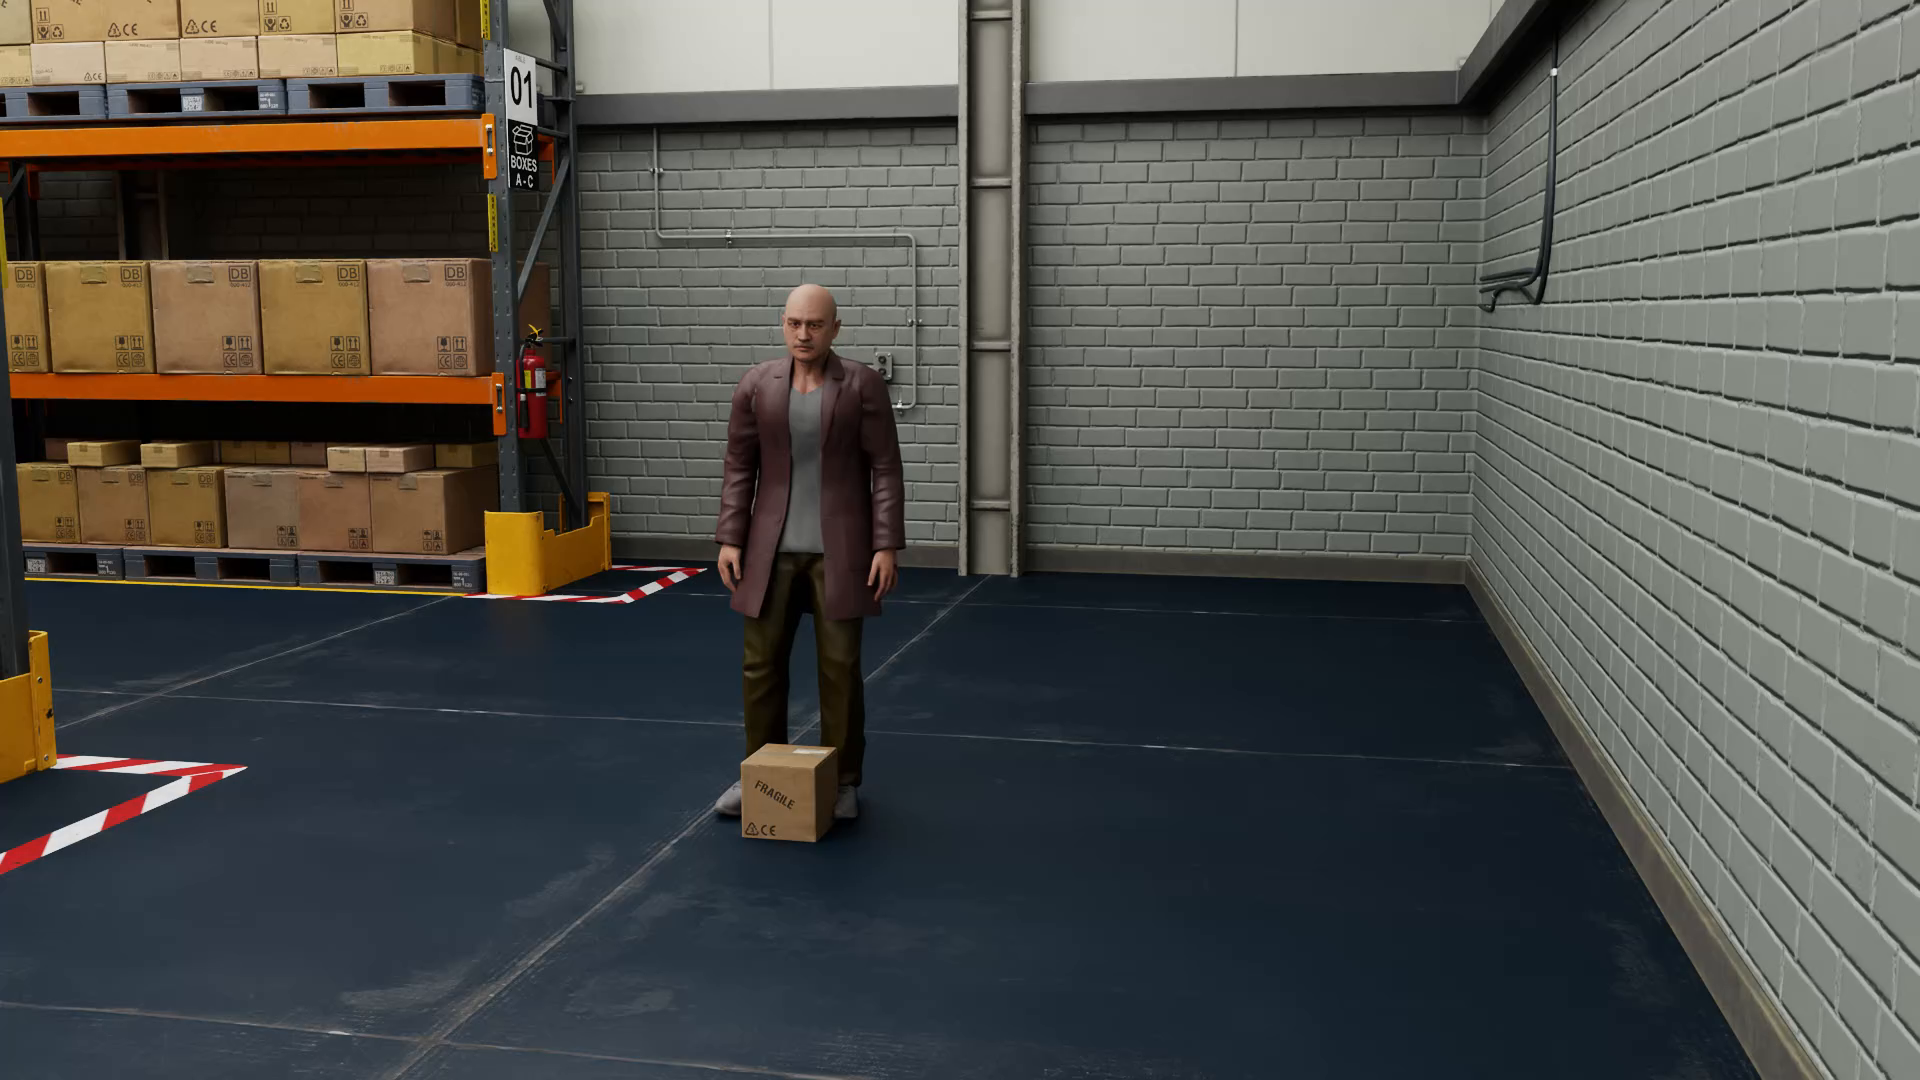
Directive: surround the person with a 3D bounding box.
[{"bbox_3d":[-0.502,0.038,5.582,0.653,1.774,0.422,1,8,8],"label":"person"}]
